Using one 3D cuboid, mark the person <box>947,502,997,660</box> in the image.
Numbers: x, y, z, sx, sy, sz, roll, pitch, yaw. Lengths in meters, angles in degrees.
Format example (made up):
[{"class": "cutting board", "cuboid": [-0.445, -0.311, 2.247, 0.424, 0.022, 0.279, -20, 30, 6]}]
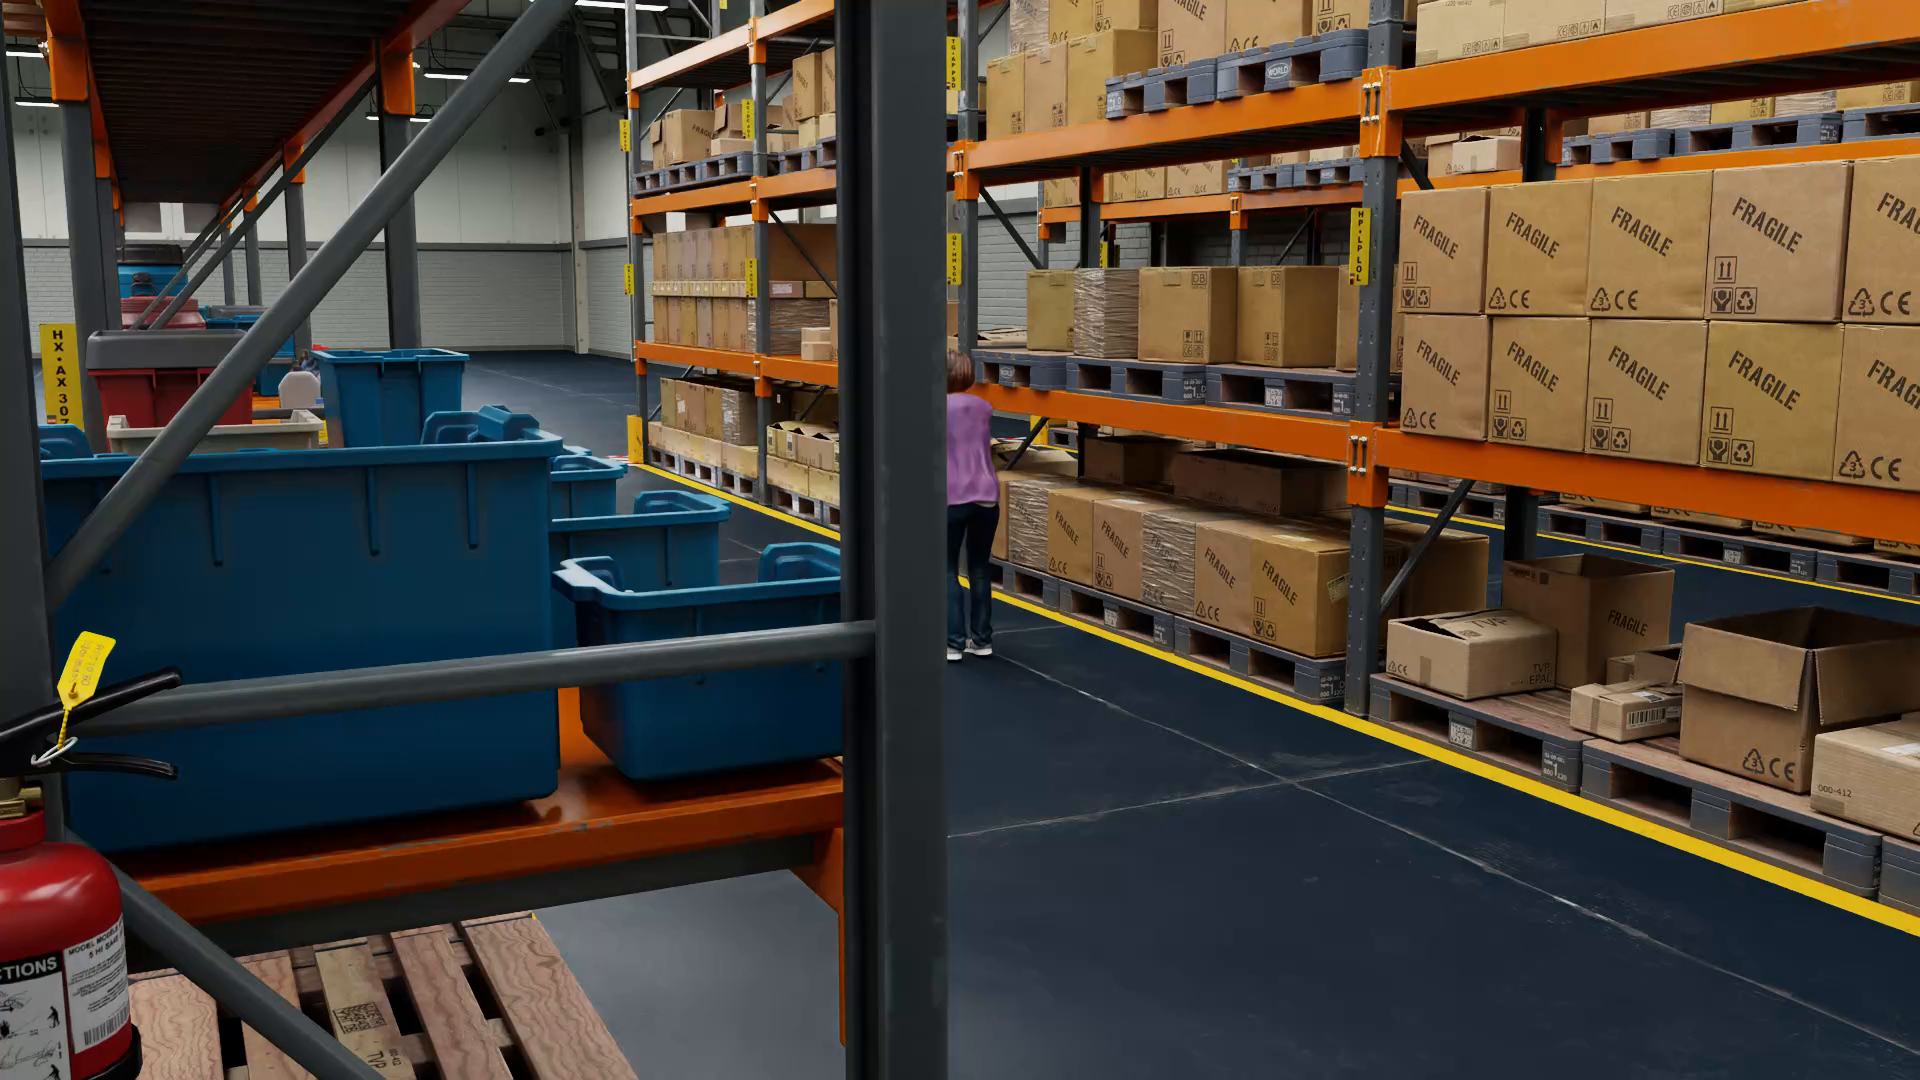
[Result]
[{"class": "person", "cuboid": [0.011, -0.051, 8.580, 0.373, 1.342, 0.386, -4, 10, -27]}]
